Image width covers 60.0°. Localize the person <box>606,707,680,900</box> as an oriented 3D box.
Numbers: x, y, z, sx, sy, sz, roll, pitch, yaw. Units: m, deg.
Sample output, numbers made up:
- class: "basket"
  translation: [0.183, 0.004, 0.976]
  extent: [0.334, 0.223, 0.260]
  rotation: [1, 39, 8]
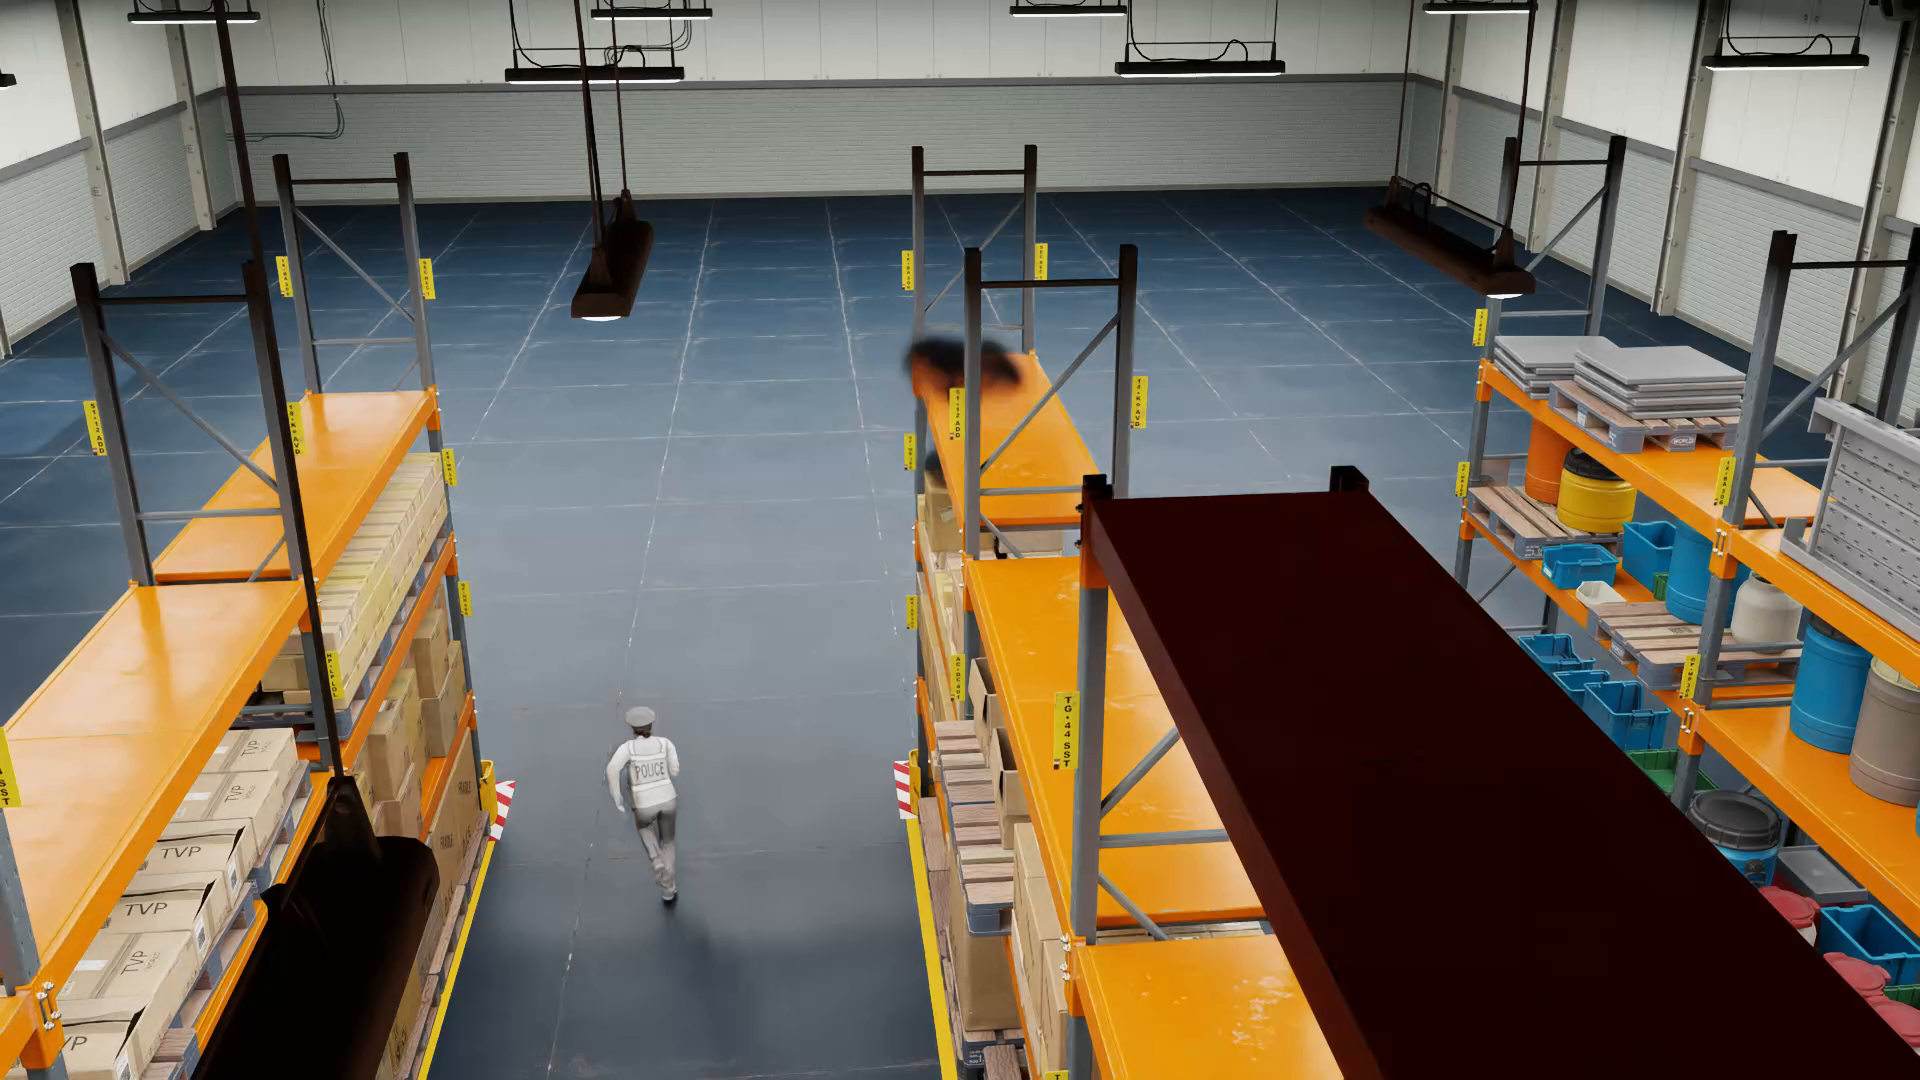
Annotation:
- class: "person"
  translation: [-2.643, 2.217, 13.989]
  extent: [0.650, 1.516, 0.826]
  rotation: [-10, 24, -23]
